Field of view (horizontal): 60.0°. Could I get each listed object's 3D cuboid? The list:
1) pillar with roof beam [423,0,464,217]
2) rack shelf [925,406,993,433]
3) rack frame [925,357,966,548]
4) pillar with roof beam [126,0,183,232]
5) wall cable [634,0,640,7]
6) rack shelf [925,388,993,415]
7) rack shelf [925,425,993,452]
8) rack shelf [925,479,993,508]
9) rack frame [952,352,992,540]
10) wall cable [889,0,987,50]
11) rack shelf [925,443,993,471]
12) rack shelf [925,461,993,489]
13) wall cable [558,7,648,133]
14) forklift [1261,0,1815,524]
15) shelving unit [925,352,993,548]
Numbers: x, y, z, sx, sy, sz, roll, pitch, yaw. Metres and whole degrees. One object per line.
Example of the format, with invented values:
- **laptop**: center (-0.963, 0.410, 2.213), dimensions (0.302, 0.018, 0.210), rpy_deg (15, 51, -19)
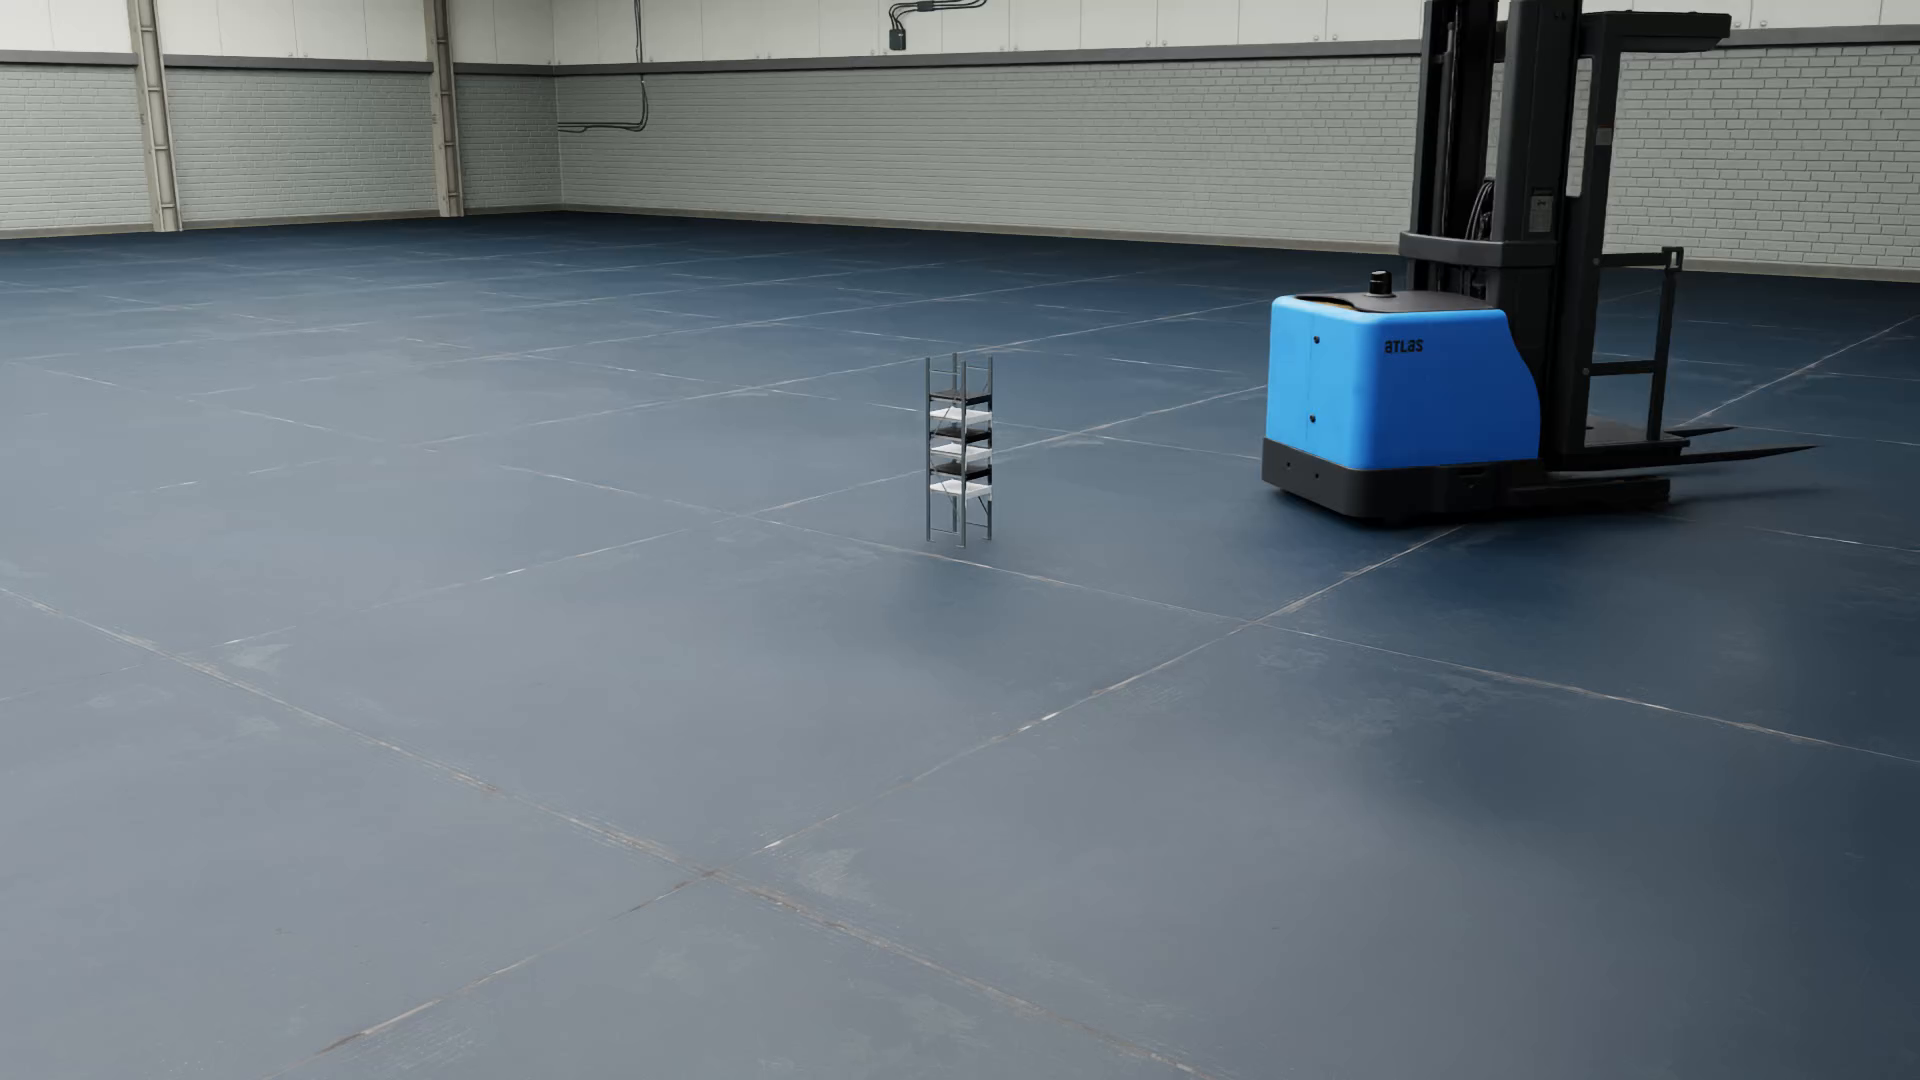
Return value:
- **pillar with roof beam**: center (-7.271, -10.457, 31.010), dimensions (9.100, 9.000, 0.400), rpy_deg (11, 18, 38)
- **rack shelf**: center (-0.005, -0.577, 7.970), dimensions (0.258, 0.077, 0.200), rpy_deg (11, 18, 38)
- **rack frame**: center (-0.069, -0.415, 7.929), dimensions (0.240, 0.900, 0.006), rpy_deg (11, 18, 38)
- **pillar with roof beam**: center (-11.042, -9.308, 26.487), dimensions (9.100, 9.000, 0.400), rpy_deg (11, 18, 38)
- **wall cable**: center (-5.636, -12.007, 33.160), dimensions (3.097, 2.526, 0.112), rpy_deg (11, 18, 38)
- **rack shelf**: center (-0.005, -0.664, 7.948), dimensions (0.258, 0.077, 0.200), rpy_deg (11, 18, 38)
- **rack shelf**: center (-0.005, -0.490, 7.992), dimensions (0.258, 0.077, 0.200), rpy_deg (11, 18, 38)
- **rack shelf**: center (-0.005, -0.228, 8.059), dimensions (0.258, 0.077, 0.200), rpy_deg (11, 18, 38)
- **rack frame**: center (0.059, -0.454, 8.083), dimensions (0.240, 0.900, 0.006), rpy_deg (11, 18, 38)
- **wall cable**: center (-0.366, -11.659, 28.834), dimensions (2.305, 6.003, 0.169), rpy_deg (11, 18, 38)
- **rack shelf**: center (-0.005, -0.402, 8.014), dimensions (0.258, 0.077, 0.200), rpy_deg (11, 18, 38)
- **rack shelf**: center (-0.005, -0.315, 8.036), dimensions (0.258, 0.077, 0.200), rpy_deg (11, 18, 38)
- **wall cable**: center (-7.740, -9.978, 35.430), dimensions (3.097, 2.526, 0.112), rpy_deg (11, 18, 38)
- **forklift**: center (3.231, -1.692, 8.829), dimensions (3.031, 2.935, 1.130), rpy_deg (-5, 15, -17)
- **shelving unit**: center (-0.005, -0.435, 8.006), dimensions (0.258, 0.900, 0.210), rpy_deg (11, 18, 38)
